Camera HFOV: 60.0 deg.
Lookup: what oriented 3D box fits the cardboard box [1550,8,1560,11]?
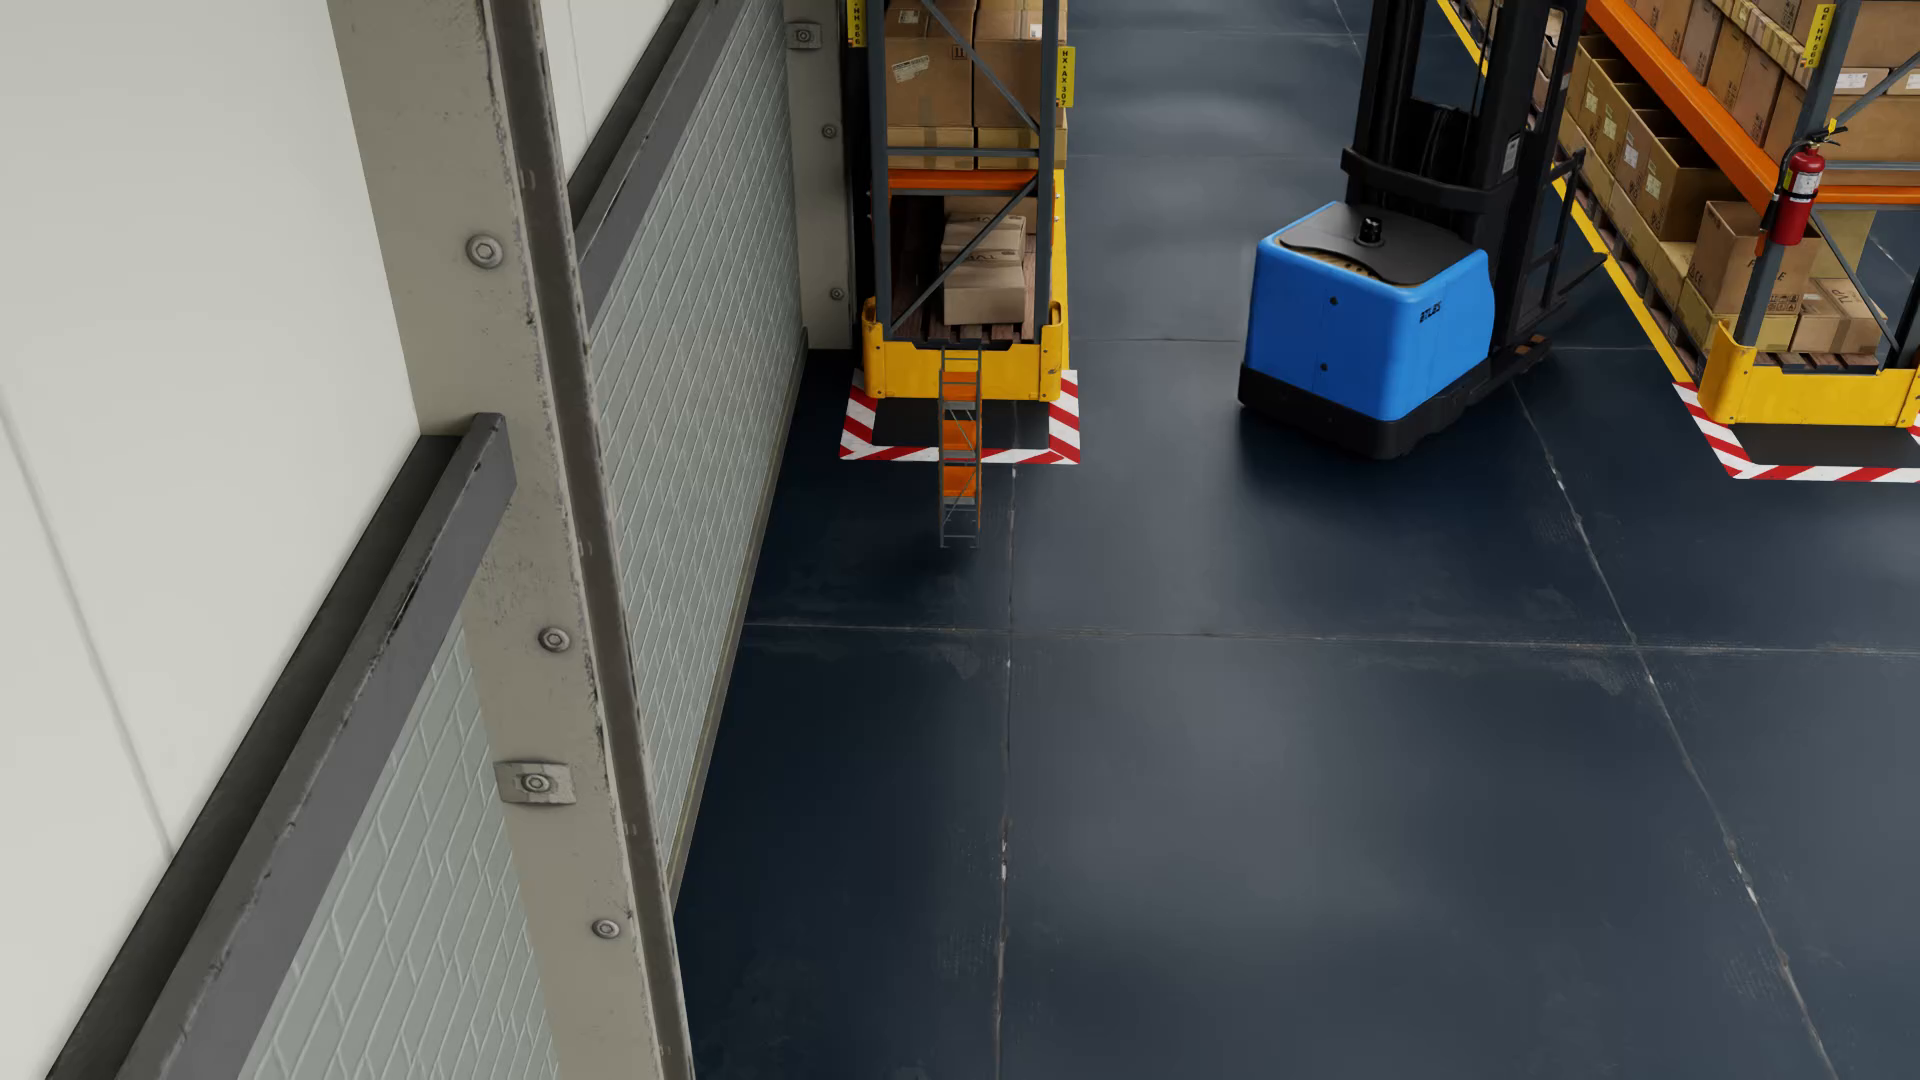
[{"bbox_3d":[4.892,-4.403,13.890,0.500,0.311,0.500,1,35,2],"label":"cardboard box"}]

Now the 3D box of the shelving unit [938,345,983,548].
[{"bbox_3d":[0.002,-0.460,8.438,0.215,1.050,0.252,1,35,2],"label":"shelving unit"}]

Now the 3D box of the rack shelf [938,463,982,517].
[{"bbox_3d":[0.002,-0.224,8.603,0.215,0.259,0.240,1,35,2],"label":"rack shelf"}]

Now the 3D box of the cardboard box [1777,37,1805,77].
[{"bbox_3d":[4.798,-2.684,9.255,0.380,0.149,0.250,2,35,3],"label":"cardboard box"}]

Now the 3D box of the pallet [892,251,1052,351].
[{"bbox_3d":[0.085,-1.484,10.624,1.003,0.211,1.213,1,35,2],"label":"pallet"}]

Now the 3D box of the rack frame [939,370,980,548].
[{"bbox_3d":[-0.003,-0.390,8.338,0.200,1.050,0.008,1,35,2],"label":"rack frame"}]

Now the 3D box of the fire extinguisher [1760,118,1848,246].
[{"bbox_3d":[4.495,-1.915,8.879,0.296,0.674,0.183,1,35,2],"label":"fire extinguisher"}]

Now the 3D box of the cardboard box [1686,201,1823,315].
[{"bbox_3d":[4.688,-1.672,9.840,0.500,0.500,0.500,1,35,2],"label":"cardboard box"}]

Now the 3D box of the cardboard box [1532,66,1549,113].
[{"bbox_3d":[4.852,-3.593,13.226,0.500,0.250,0.500,1,35,1],"label":"cardboard box"}]

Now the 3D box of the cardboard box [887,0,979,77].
[{"bbox_3d":[-0.149,-2.934,9.723,0.500,0.500,0.500,2,35,3],"label":"cardboard box"}]

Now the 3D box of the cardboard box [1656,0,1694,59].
[{"bbox_3d":[5.074,-3.496,10.975,0.700,0.500,0.500,2,35,3],"label":"cardboard box"}]

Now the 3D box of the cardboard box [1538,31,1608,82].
[{"bbox_3d":[4.855,-3.817,13.057,0.500,0.311,0.500,1,35,2],"label":"cardboard box"}]

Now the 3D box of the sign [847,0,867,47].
[{"bbox_3d":[-0.540,-2.743,8.708,0.100,0.325,0.005,1,35,2],"label":"sign"}]

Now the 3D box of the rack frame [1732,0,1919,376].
[{"bbox_3d":[4.964,-2.003,8.938,1.000,3.000,0.127,1,35,2],"label":"rack frame"}]

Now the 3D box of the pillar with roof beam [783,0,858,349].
[{"bbox_3d":[3.480,-4.893,7.832,9.100,9.000,0.400,1,35,2],"label":"pillar with roof beam"}]

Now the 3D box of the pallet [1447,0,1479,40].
[{"bbox_3d":[5.213,-4.987,15.608,1.003,0.211,1.213,1,35,2],"label":"pallet"}]

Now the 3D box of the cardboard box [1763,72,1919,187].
[{"bbox_3d":[4.996,-2.312,9.290,0.700,0.500,0.500,1,35,2],"label":"cardboard box"}]

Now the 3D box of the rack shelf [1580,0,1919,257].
[{"bbox_3d":[5.044,-2.858,10.780,1.077,0.370,4.000,1,35,2],"label":"rack shelf"}]

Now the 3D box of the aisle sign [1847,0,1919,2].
[{"bbox_3d":[4.668,-3.036,8.146,0.394,0.787,0.004,1,35,2],"label":"aisle sign"}]

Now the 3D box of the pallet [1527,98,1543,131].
[{"bbox_3d":[5.115,-3.585,13.613,1.003,0.211,1.213,1,35,2],"label":"pallet"}]

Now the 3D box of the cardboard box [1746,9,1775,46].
[{"bbox_3d":[4.821,-2.975,9.670,0.380,0.149,0.250,2,35,3],"label":"cardboard box"}]

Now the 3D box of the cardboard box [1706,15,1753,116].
[{"bbox_3d":[5.038,-2.899,10.125,0.700,0.500,0.500,2,35,2],"label":"cardboard box"}]

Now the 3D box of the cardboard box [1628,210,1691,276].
[{"bbox_3d":[4.717,-1.940,10.874,0.500,0.250,0.500,1,35,2],"label":"cardboard box"}]

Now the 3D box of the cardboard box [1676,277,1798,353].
[{"bbox_3d":[4.690,-1.365,10.056,0.500,0.250,0.500,1,35,2],"label":"cardboard box"}]

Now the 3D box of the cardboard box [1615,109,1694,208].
[{"bbox_3d":[4.735,-2.534,11.067,0.500,0.500,0.500,1,35,2],"label":"cardboard box"}]

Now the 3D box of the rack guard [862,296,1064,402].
[{"bbox_3d":[0.017,-1.137,9.878,1.175,0.500,0.348,1,35,2],"label":"rack guard"}]

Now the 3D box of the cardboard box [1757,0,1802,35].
[{"bbox_3d":[5.013,-3.176,9.390,0.700,0.500,0.500,0,35,1],"label":"cardboard box"}]

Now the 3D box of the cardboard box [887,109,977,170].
[{"bbox_3d":[-0.161,-2.336,9.523,0.500,0.250,0.500,2,35,3],"label":"cardboard box"}]

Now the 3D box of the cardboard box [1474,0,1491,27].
[{"bbox_3d":[4.937,-4.765,14.893,0.500,0.250,0.500,0,35,1],"label":"cardboard box"}]

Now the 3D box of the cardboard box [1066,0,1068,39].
[{"bbox_3d":[0.391,-3.217,10.125,0.500,0.500,0.500,0,35,0],"label":"cardboard box"}]

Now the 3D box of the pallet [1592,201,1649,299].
[{"bbox_3d":[5.005,-2.002,11.361,1.003,0.211,1.213,1,35,2],"label":"pallet"}]

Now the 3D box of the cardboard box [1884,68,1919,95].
[{"bbox_3d":[5.195,-2.530,9.036,0.380,0.149,0.250,1,35,2],"label":"cardboard box"}]

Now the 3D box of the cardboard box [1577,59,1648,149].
[{"bbox_3d":[4.781,-3.109,11.884,0.500,0.500,0.500,1,35,2],"label":"cardboard box"}]

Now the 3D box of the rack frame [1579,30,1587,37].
[{"bbox_3d":[5.125,-4.302,12.208,1.000,3.000,0.127,1,35,2],"label":"rack frame"}]

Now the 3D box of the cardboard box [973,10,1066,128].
[{"bbox_3d":[0.334,-2.637,9.300,0.500,0.500,0.500,1,35,2],"label":"cardboard box"}]

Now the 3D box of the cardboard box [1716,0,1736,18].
[{"bbox_3d":[4.840,-3.278,10.100,0.380,0.149,0.250,2,35,3],"label":"cardboard box"}]

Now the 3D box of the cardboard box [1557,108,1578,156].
[{"bbox_3d":[4.803,-3.089,12.508,0.500,0.250,0.500,1,35,2],"label":"cardboard box"}]

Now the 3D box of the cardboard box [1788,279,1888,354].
[{"bbox_3d":[5.208,-1.353,10.039,0.500,0.250,0.500,1,35,2],"label":"cardboard box"}]

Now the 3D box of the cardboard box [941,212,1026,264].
[{"bbox_3d":[0.155,-1.919,10.773,0.500,0.311,0.500,4,35,6],"label":"cardboard box"}]

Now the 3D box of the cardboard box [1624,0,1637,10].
[{"bbox_3d":[5.113,-4.087,11.816,0.700,0.500,0.500,0,35,1],"label":"cardboard box"}]

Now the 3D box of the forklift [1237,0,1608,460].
[{"bbox_3d":[3.002,-2.398,9.559,1.130,2.935,3.031,28,44,34],"label":"forklift"}]

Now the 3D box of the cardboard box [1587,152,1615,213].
[{"bbox_3d":[4.753,-2.515,11.691,0.500,0.250,0.500,1,35,2],"label":"cardboard box"}]
